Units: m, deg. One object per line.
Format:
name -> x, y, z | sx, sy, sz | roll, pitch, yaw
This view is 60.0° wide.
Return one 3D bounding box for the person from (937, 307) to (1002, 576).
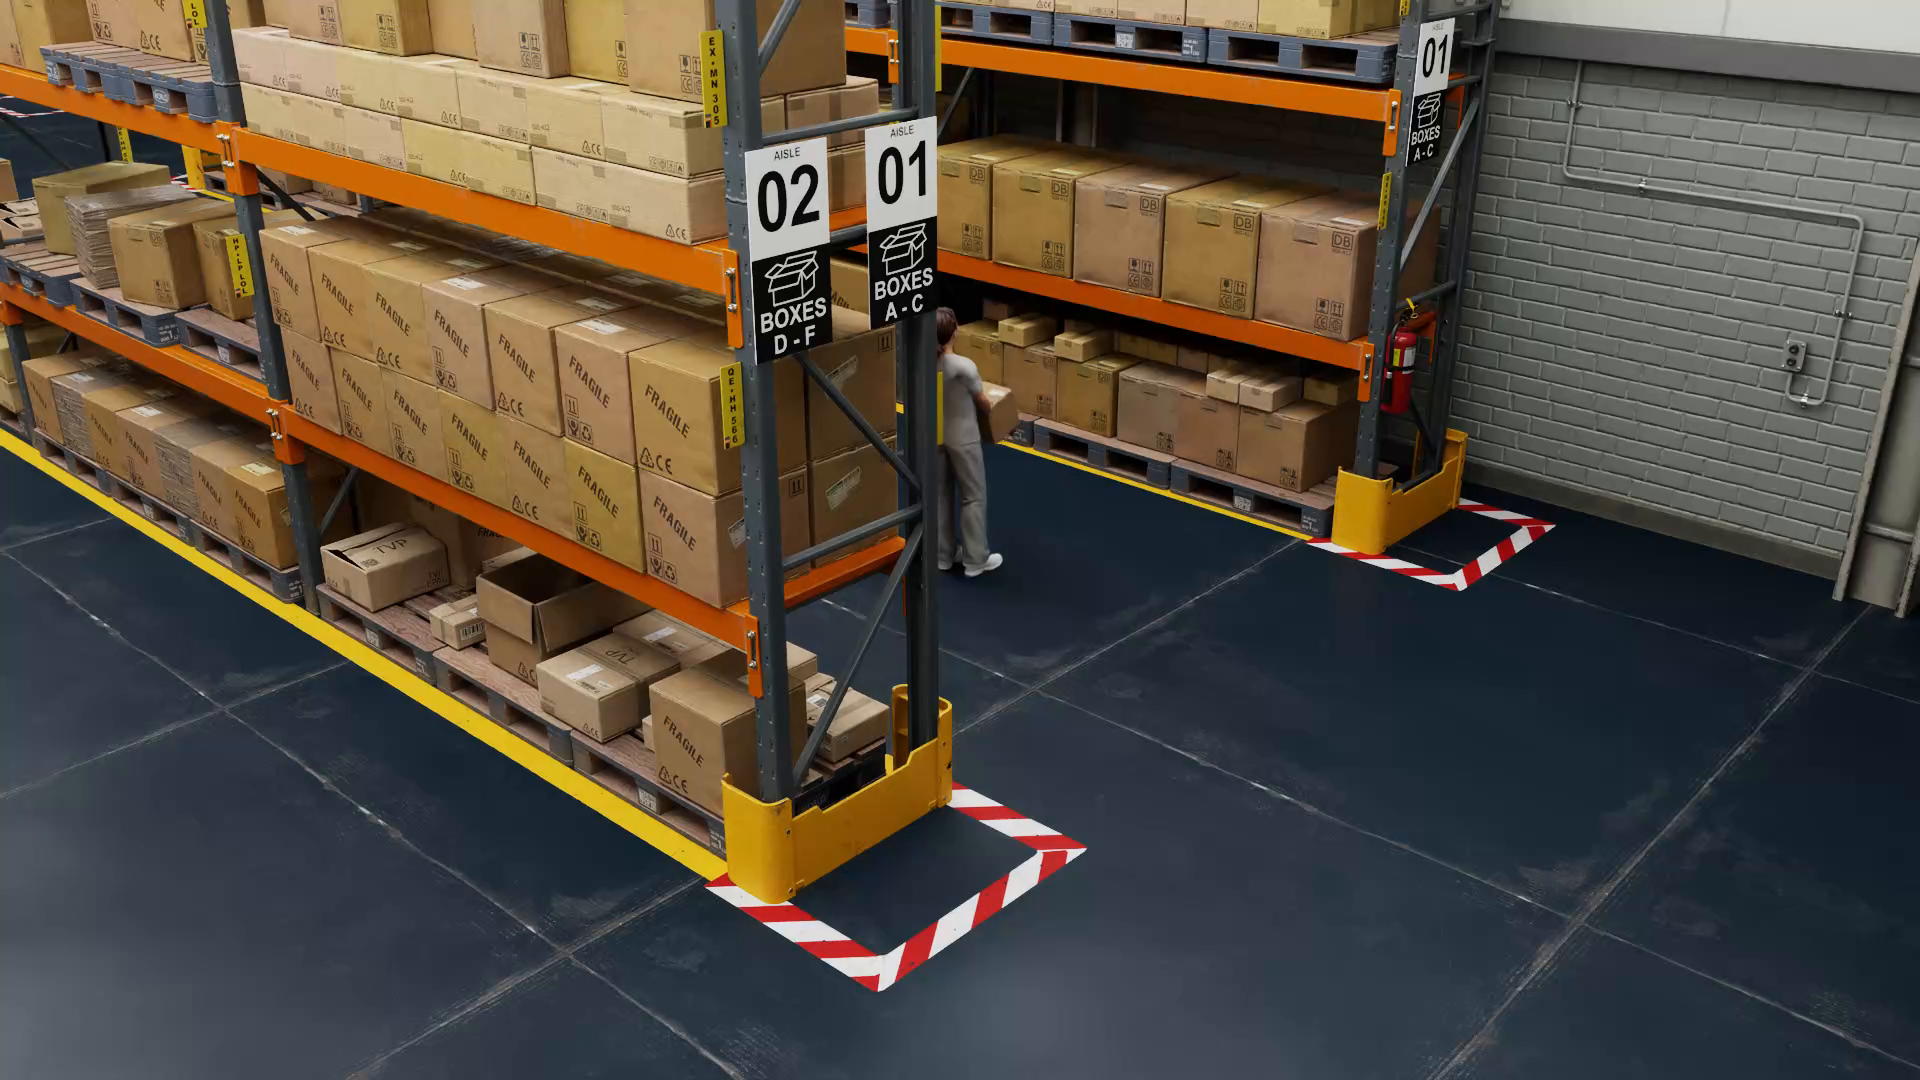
person -> -0.016, -0.610, 9.971 | 0.474, 1.676, 0.520 | 15, 28, 30
